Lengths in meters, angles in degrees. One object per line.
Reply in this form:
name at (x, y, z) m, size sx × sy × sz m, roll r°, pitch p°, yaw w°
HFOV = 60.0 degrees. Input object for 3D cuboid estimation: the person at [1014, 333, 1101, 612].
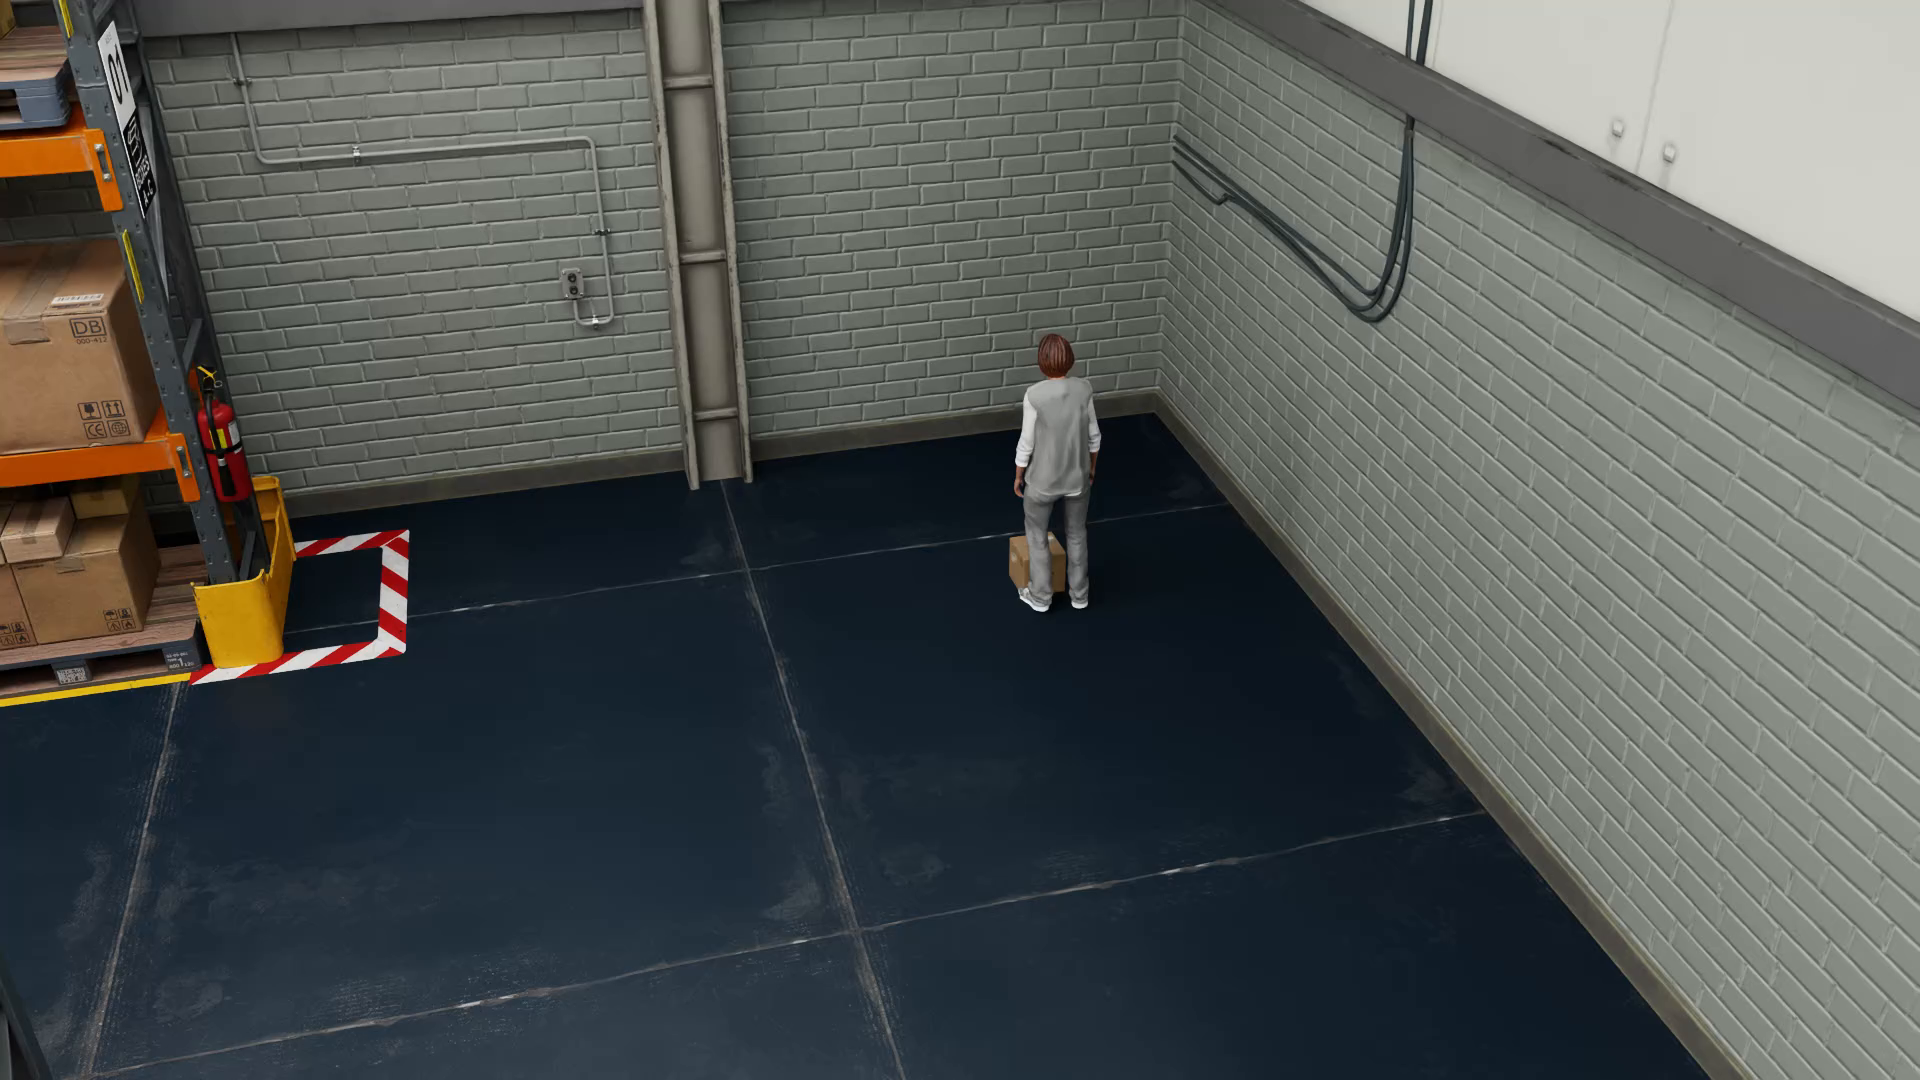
person at (0.507, -0.329, 8.793) m, size 0.461 × 1.593 × 0.364 m, roll -8°, pitch 32°, yaw -13°
